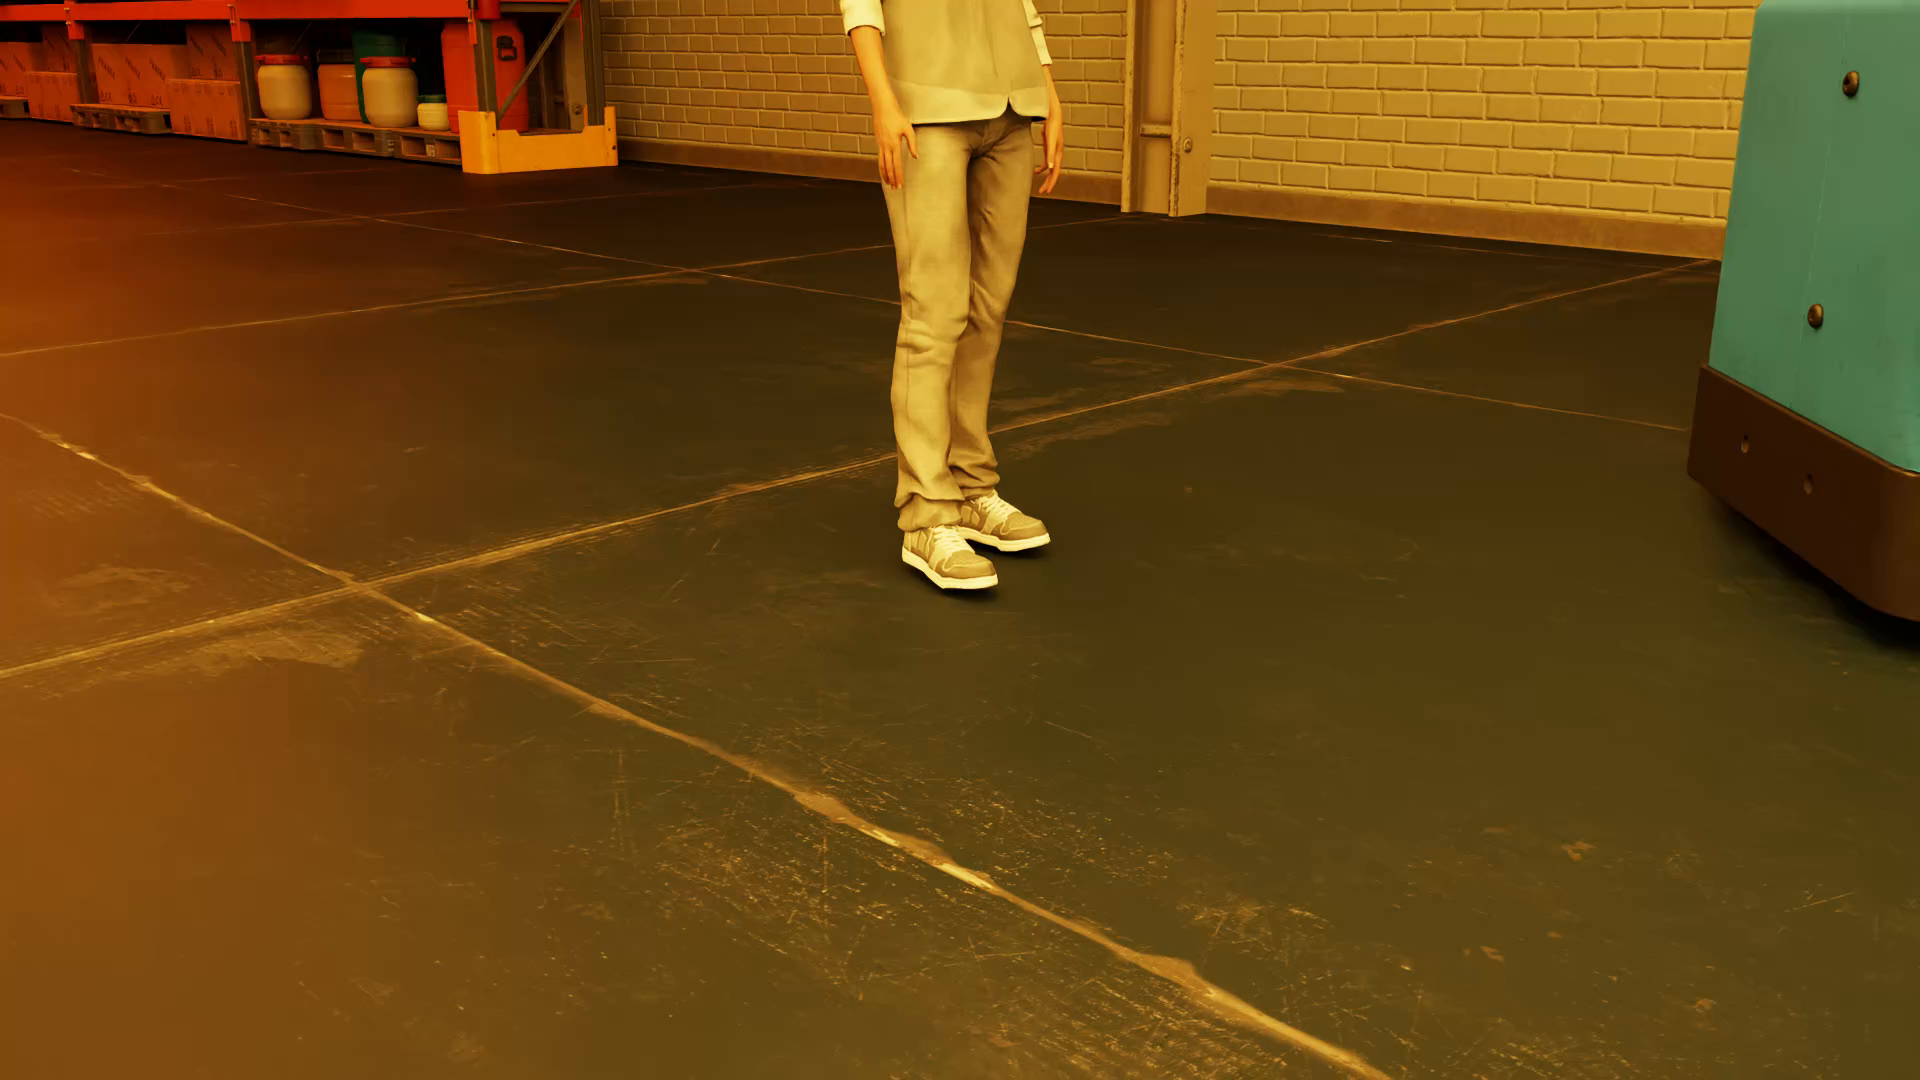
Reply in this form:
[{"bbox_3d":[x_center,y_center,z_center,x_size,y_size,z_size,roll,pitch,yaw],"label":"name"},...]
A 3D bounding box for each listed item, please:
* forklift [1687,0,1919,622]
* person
[{"bbox_3d":[3.061,-1.317,2.691,3.031,2.935,1.130,1,17,4],"label":"forklift"},{"bbox_3d":[0.043,-0.708,3.112,0.475,1.505,0.521,16,23,42],"label":"person"}]
